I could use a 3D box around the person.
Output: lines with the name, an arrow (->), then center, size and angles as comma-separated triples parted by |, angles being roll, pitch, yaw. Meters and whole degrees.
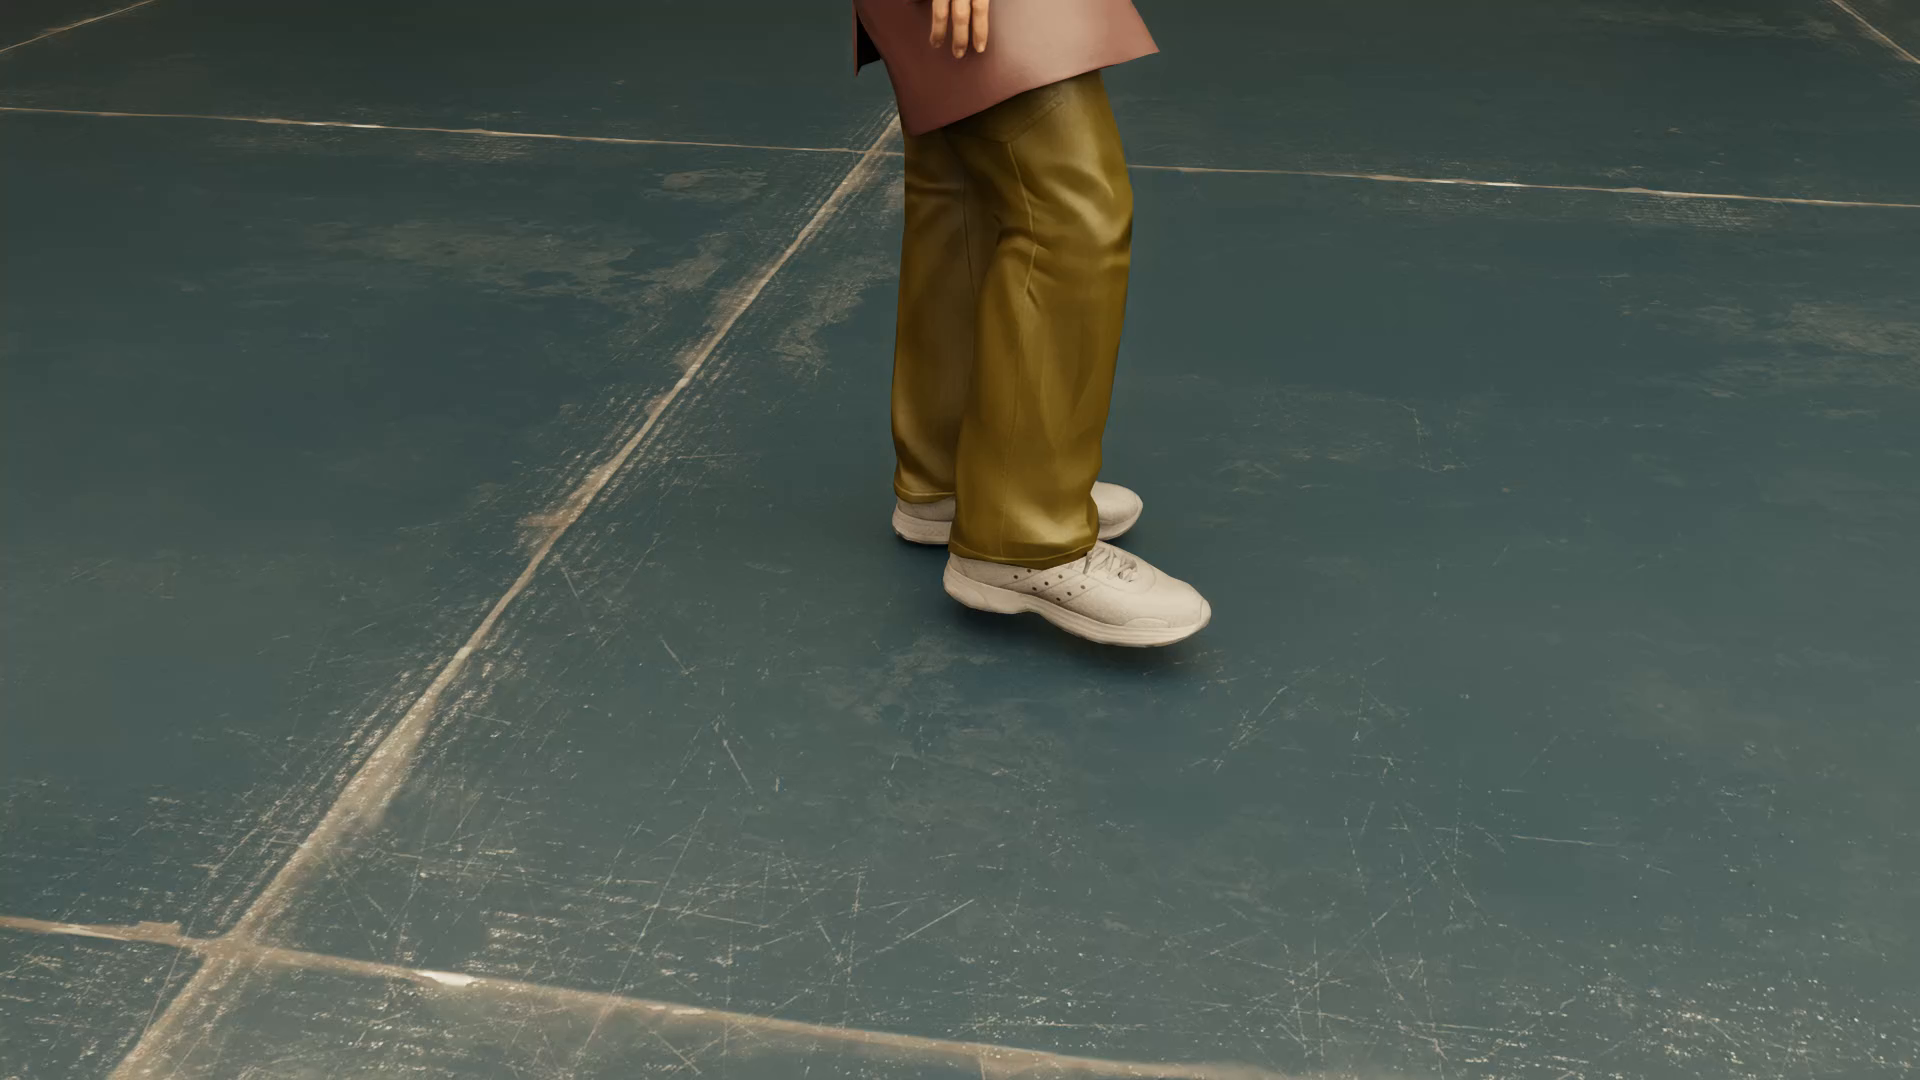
person -> 0.090, -0.774, 2.047 | 0.581, 1.777, 0.695 | 5, 29, 9
